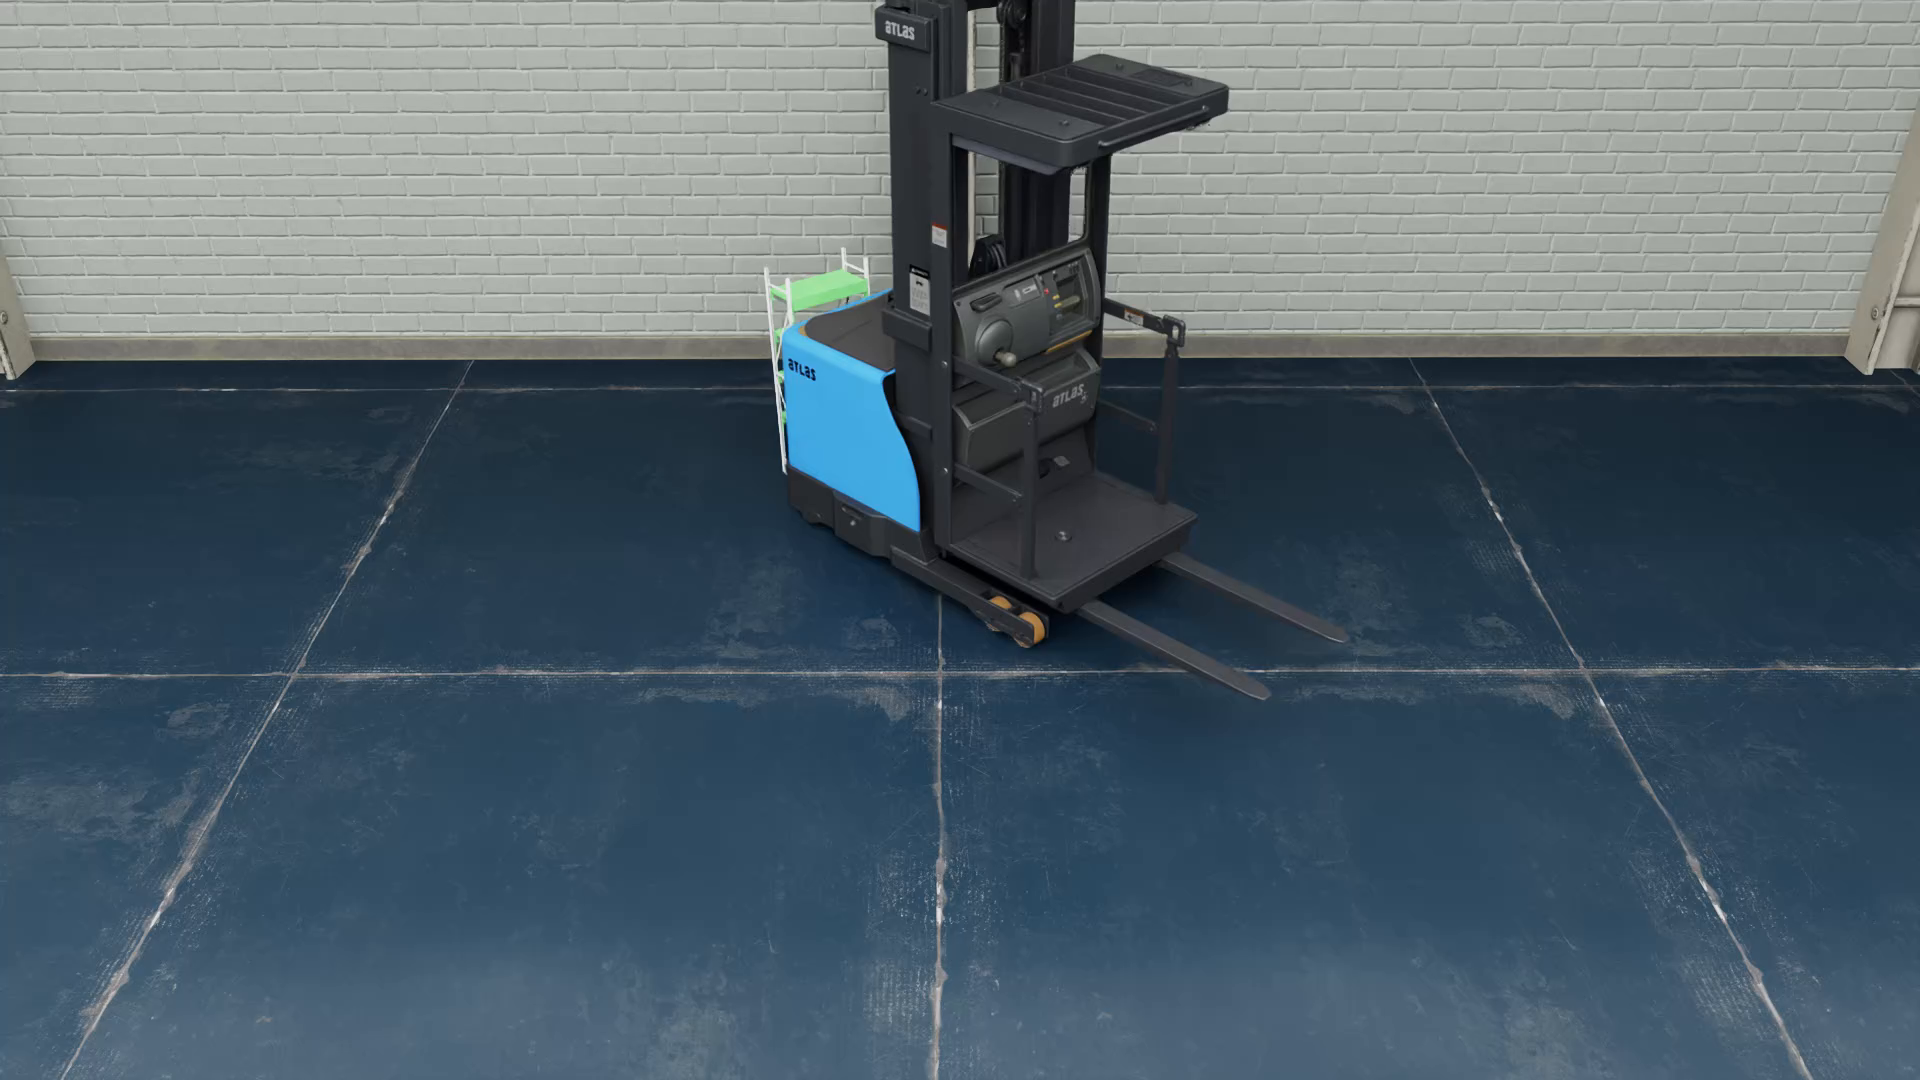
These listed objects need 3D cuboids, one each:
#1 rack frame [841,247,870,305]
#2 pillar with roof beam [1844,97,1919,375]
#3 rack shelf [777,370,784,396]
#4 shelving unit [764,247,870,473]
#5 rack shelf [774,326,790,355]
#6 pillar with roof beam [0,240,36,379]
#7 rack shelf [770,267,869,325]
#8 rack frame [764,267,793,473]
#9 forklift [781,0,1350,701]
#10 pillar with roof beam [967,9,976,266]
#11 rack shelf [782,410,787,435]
[{"bbox_3d":[-0.550,-1.024,9.268,0.015,1.200,0.240,-21,34,-31],"label":"rack frame"},{"bbox_3d":[5.914,-2.737,4.586,0.400,9.000,9.100,0,31,0],"label":"pillar with roof beam"},{"bbox_3d":[-0.744,-0.893,9.174,0.480,0.148,0.258,-21,34,-31],"label":"rack shelf"},{"bbox_3d":[-0.746,-0.949,9.143,0.503,1.200,0.258,-21,34,-31],"label":"shelving unit"},{"bbox_3d":[-0.752,-1.104,9.059,0.480,0.148,0.258,-21,34,-31],"label":"rack shelf"},{"bbox_3d":[-6.086,-2.699,4.524,0.400,9.000,9.100,0,31,0],"label":"pillar with roof beam"},{"bbox_3d":[-0.761,-1.315,8.945,0.480,0.148,0.258,-21,34,-31],"label":"rack shelf"},{"bbox_3d":[-0.942,-0.874,9.019,0.015,1.200,0.240,-21,34,-31],"label":"rack frame"},{"bbox_3d":[0.474,-1.047,7.650,3.031,2.935,1.130,27,41,37],"label":"forklift"},{"bbox_3d":[-0.086,-2.718,4.555,0.400,9.000,9.100,0,31,0],"label":"pillar with roof beam"},{"bbox_3d":[-0.736,-0.682,9.289,0.480,0.148,0.258,-21,34,-31],"label":"rack shelf"}]
